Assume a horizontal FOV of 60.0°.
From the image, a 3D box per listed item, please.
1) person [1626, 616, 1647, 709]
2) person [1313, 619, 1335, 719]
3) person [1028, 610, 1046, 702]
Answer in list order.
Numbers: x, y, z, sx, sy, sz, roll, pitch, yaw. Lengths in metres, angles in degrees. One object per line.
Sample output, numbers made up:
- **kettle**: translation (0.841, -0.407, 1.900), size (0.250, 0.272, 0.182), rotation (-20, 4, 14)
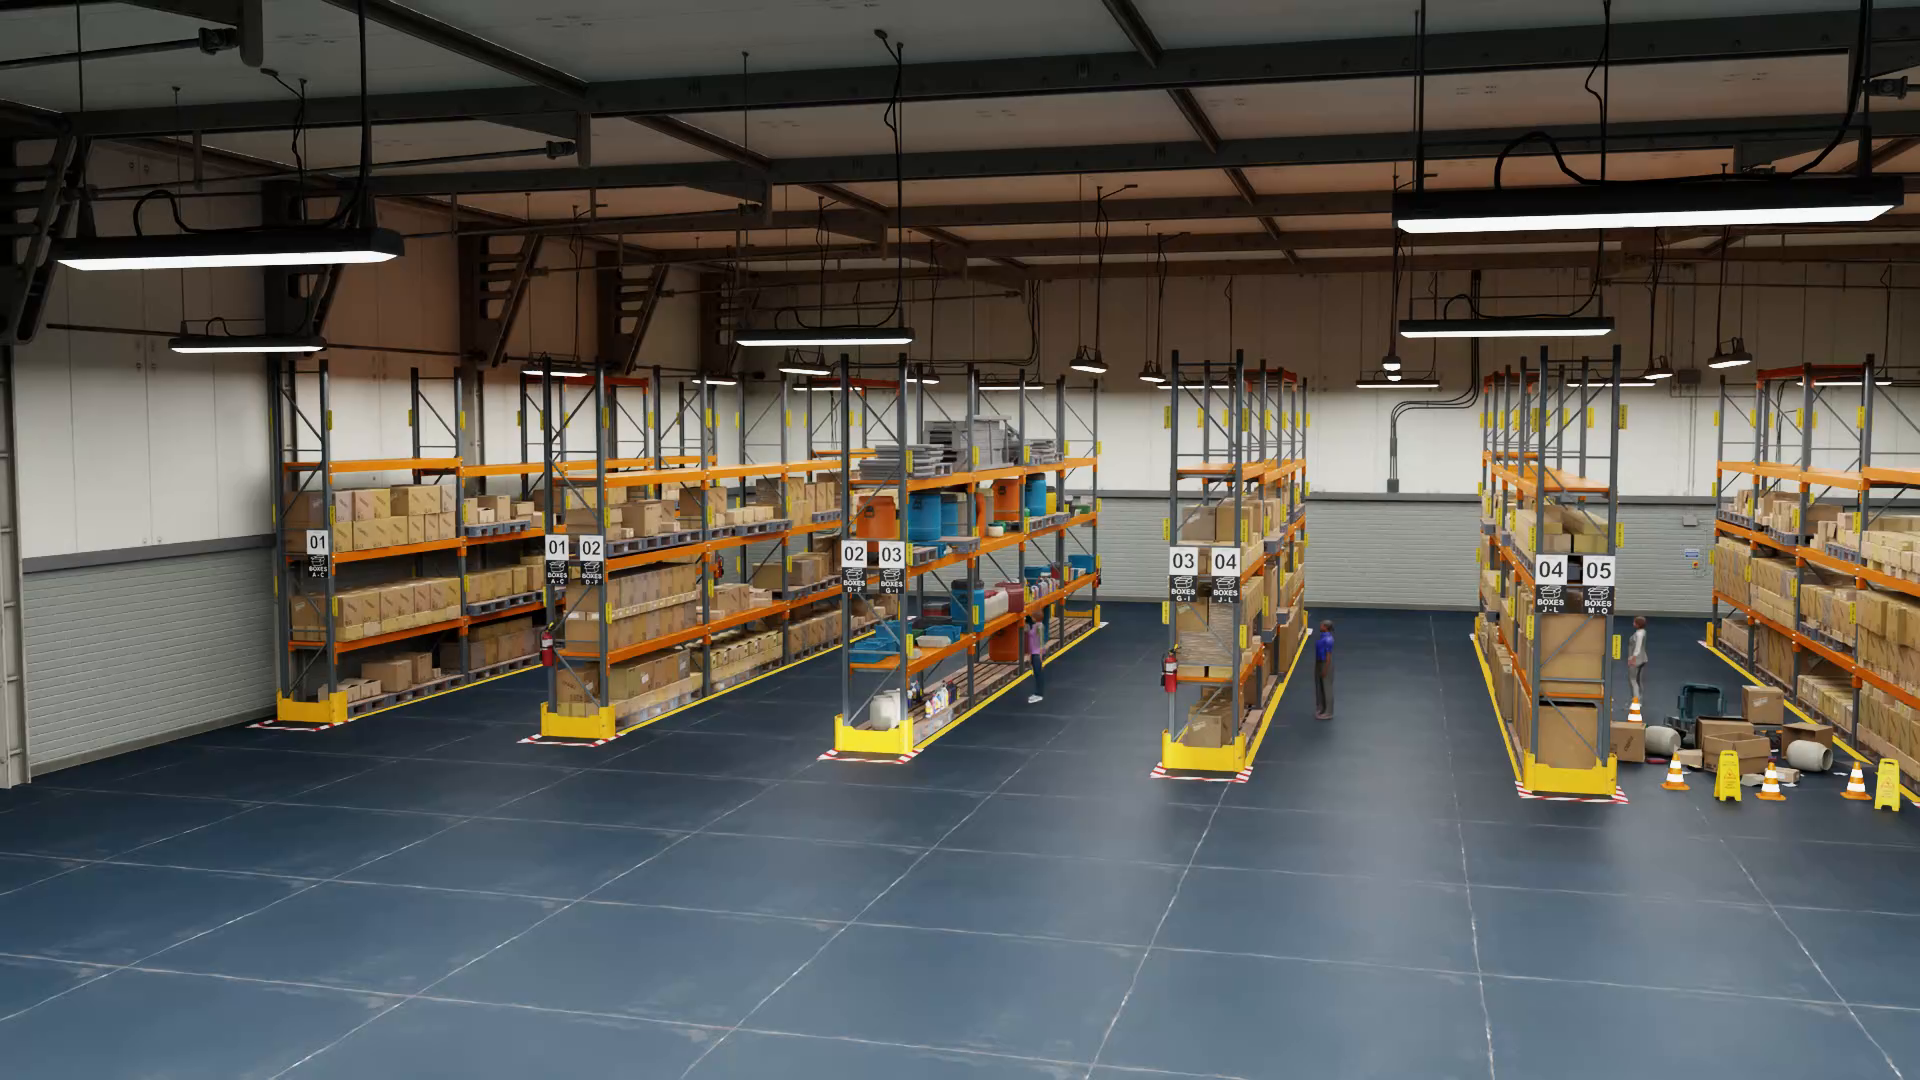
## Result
- **person**: translation (11.791, 2.136, 29.007), size (0.500, 1.629, 0.371), rotation (-4, 6, -42)
- **person**: translation (6.119, 2.162, 28.029), size (0.374, 1.661, 0.453), rotation (-2, 4, -20)
- **person**: translation (1.343, 2.042, 29.468), size (0.374, 1.612, 0.510), rotation (-1, 4, -11)
